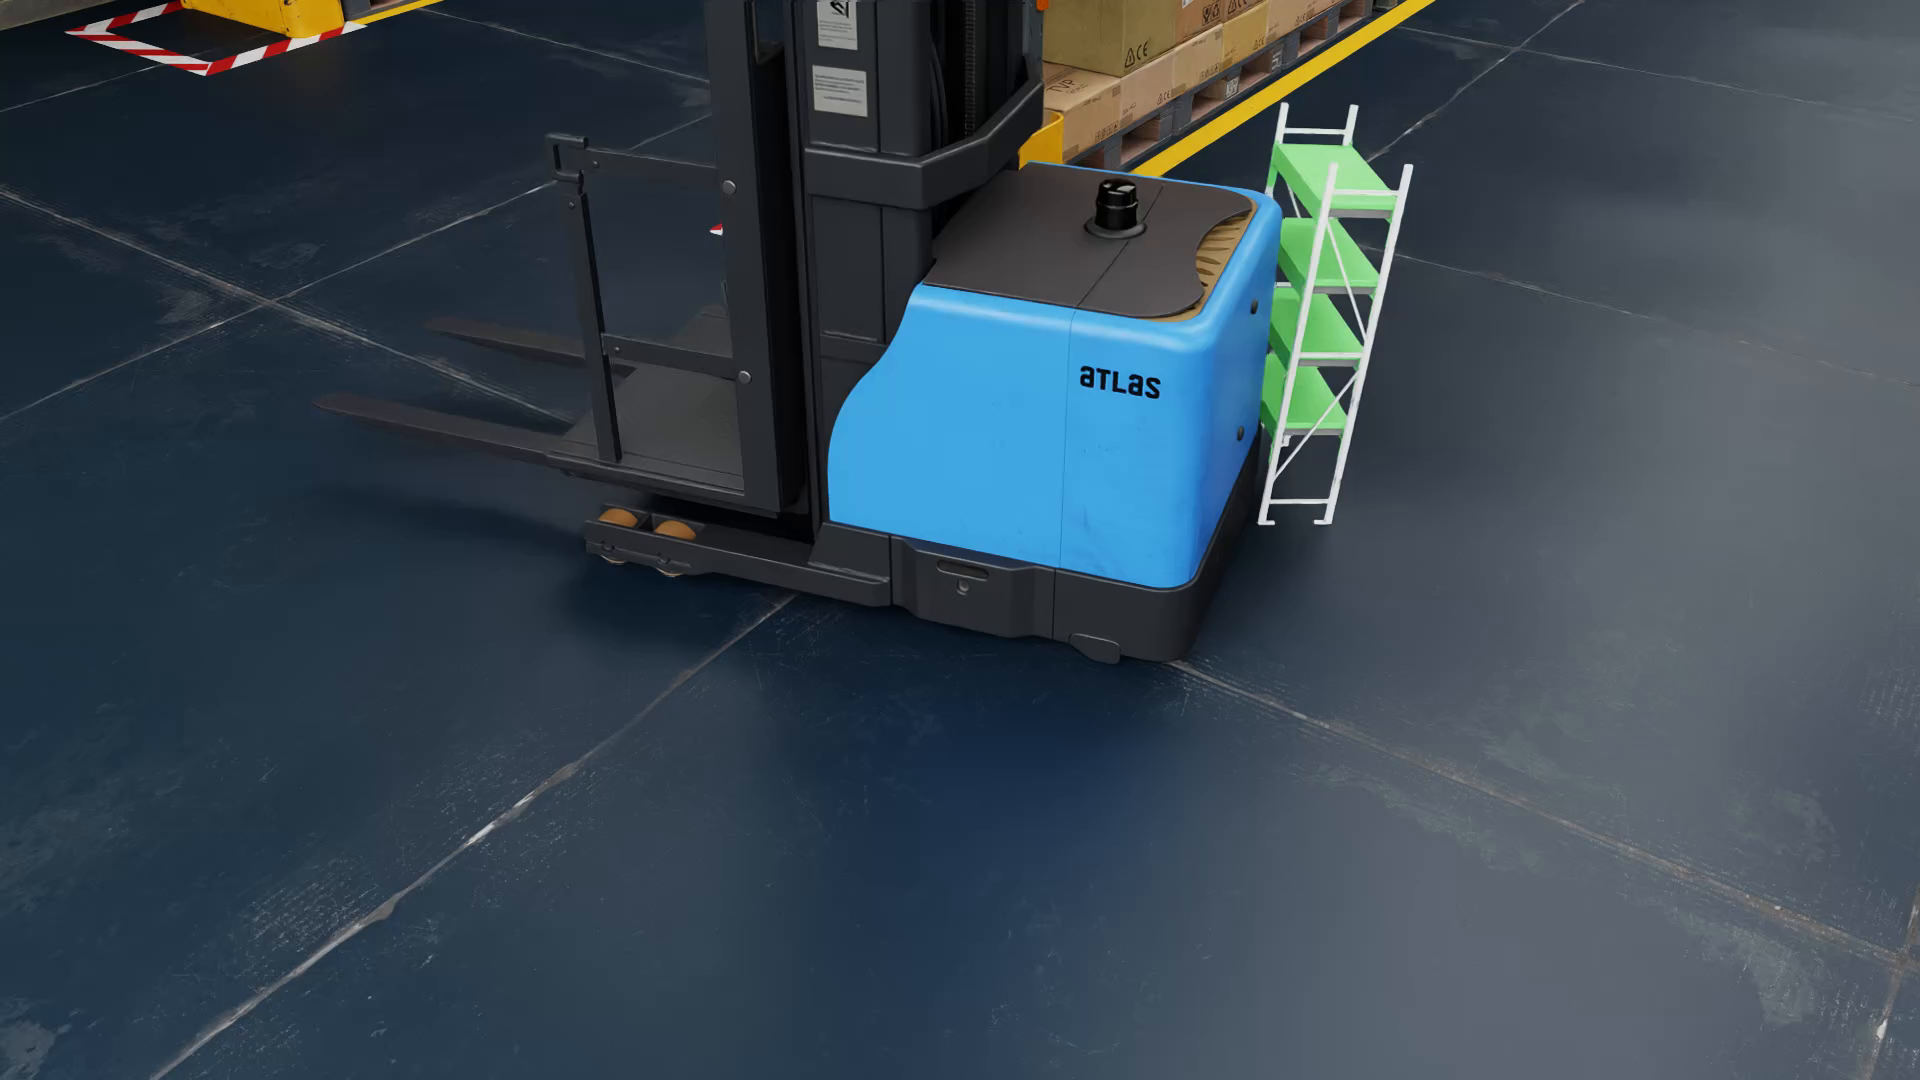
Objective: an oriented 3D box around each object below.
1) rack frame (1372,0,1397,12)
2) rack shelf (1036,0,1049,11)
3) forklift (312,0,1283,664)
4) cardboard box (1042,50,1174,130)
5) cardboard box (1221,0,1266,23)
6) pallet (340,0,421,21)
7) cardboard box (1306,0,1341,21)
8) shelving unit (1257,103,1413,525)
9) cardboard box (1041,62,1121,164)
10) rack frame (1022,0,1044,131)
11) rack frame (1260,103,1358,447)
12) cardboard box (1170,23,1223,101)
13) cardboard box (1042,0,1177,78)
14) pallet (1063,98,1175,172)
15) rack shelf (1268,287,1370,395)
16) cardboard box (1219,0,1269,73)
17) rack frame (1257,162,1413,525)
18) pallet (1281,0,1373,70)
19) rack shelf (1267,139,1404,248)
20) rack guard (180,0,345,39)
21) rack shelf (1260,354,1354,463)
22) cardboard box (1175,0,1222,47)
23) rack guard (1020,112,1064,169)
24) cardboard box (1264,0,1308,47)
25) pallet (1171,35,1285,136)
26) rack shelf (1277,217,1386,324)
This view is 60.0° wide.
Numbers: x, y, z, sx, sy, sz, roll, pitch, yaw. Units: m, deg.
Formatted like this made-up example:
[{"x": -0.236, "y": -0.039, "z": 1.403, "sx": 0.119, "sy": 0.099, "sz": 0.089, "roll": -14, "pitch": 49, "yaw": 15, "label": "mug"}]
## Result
[{"x": 2.177, "y": -4.576, "z": 9.339, "sx": 1.000, "sy": 3.000, "sz": 0.127, "roll": 21, "pitch": 39, "yaw": 28, "label": "rack frame"}, {"x": 1.037, "y": -3.358, "z": 8.180, "sx": 1.077, "sy": 0.370, "sz": 4.000, "roll": 21, "pitch": 39, "yaw": 28, "label": "rack shelf"}, {"x": -0.623, "y": -1.368, "z": 4.657, "sx": 3.031, "sy": 2.935, "sz": 1.130, "roll": 12, "pitch": 36, "yaw": 17, "label": "forklift"}, {"x": 0.667, "y": -2.177, "z": 7.872, "sx": 0.500, "sy": 0.250, "sz": 0.500, "roll": 21, "pitch": 39, "yaw": 28, "label": "cardboard box"}, {"x": 1.242, "y": -2.946, "z": 8.339, "sx": 0.500, "sy": 0.500, "sz": 0.500, "roll": 21, "pitch": 39, "yaw": 28, "label": "cardboard box"}, {"x": -3.640, "y": -3.558, "z": 10.324, "sx": 1.003, "sy": 0.211, "sz": 1.213, "roll": 21, "pitch": 39, "yaw": 28, "label": "pallet"}, {"x": 1.799, "y": -3.101, "z": 9.238, "sx": 0.500, "sy": 0.250, "sz": 0.500, "roll": 21, "pitch": 39, "yaw": 28, "label": "cardboard box"}, {"x": 1.080, "y": -0.688, "z": 5.180, "sx": 0.258, "sy": 1.200, "sz": 0.503, "roll": -1, "pitch": 34, "yaw": -8, "label": "shelving unit"}, {"x": 0.385, "y": -1.946, "z": 7.530, "sx": 0.500, "sy": 0.250, "sz": 0.500, "roll": 21, "pitch": 39, "yaw": 28, "label": "cardboard box"}, {"x": -0.104, "y": -2.735, "z": 6.617, "sx": 1.000, "sy": 3.000, "sz": 0.127, "roll": 21, "pitch": 39, "yaw": 28, "label": "rack frame"}, {"x": 1.051, "y": -0.823, "z": 5.381, "sx": 0.240, "sy": 1.200, "sz": 0.015, "roll": -1, "pitch": 34, "yaw": -8, "label": "rack frame"}, {"x": 0.952, "y": -2.407, "z": 8.212, "sx": 0.500, "sy": 0.250, "sz": 0.500, "roll": 21, "pitch": 39, "yaw": 28, "label": "cardboard box"}, {"x": 0.668, "y": -2.488, "z": 7.661, "sx": 0.500, "sy": 0.500, "sz": 0.500, "roll": 21, "pitch": 39, "yaw": 28, "label": "cardboard box"}, {"x": 0.298, "y": -1.946, "z": 7.939, "sx": 1.003, "sy": 0.211, "sz": 1.213, "roll": 21, "pitch": 39, "yaw": 28, "label": "pallet"}, {"x": 1.076, "y": -0.634, "z": 5.216, "sx": 0.258, "sy": 0.148, "sz": 0.480, "roll": -1, "pitch": 34, "yaw": -8, "label": "rack shelf"}, {"x": 1.242, "y": -2.636, "z": 8.550, "sx": 0.500, "sy": 0.250, "sz": 0.500, "roll": 21, "pitch": 39, "yaw": 28, "label": "cardboard box"}, {"x": 1.109, "y": -0.552, "z": 4.980, "sx": 0.240, "sy": 1.200, "sz": 0.015, "roll": -1, "pitch": 34, "yaw": -8, "label": "rack frame"}, {"x": 1.689, "y": -3.069, "z": 9.599, "sx": 1.003, "sy": 0.211, "sz": 1.213, "roll": 21, "pitch": 39, "yaw": 28, "label": "pallet"}, {"x": 1.109, "y": -1.033, "z": 4.951, "sx": 0.258, "sy": 0.148, "sz": 0.480, "roll": -1, "pitch": 34, "yaw": -8, "label": "rack shelf"}, {"x": -4.132, "y": -3.316, "z": 9.707, "sx": 1.175, "sy": 0.500, "sz": 0.348, "roll": 21, "pitch": 39, "yaw": 28, "label": "rack guard"}, {"x": 1.059, "y": -0.435, "z": 5.348, "sx": 0.258, "sy": 0.148, "sz": 0.480, "roll": -1, "pitch": 34, "yaw": -8, "label": "rack shelf"}, {"x": 0.943, "y": -2.722, "z": 8.007, "sx": 0.500, "sy": 0.500, "sz": 0.500, "roll": 21, "pitch": 39, "yaw": 28, "label": "cardboard box"}, {"x": -0.117, "y": -1.689, "z": 7.301, "sx": 1.175, "sy": 0.500, "sz": 0.348, "roll": 21, "pitch": 39, "yaw": 28, "label": "rack guard"}, {"x": 1.526, "y": -2.866, "z": 8.890, "sx": 0.500, "sy": 0.250, "sz": 0.500, "roll": 21, "pitch": 39, "yaw": 28, "label": "cardboard box"}, {"x": 0.994, "y": -2.505, "z": 8.765, "sx": 1.003, "sy": 0.211, "sz": 1.213, "roll": 21, "pitch": 39, "yaw": 28, "label": "pallet"}, {"x": 1.092, "y": -0.834, "z": 5.083, "sx": 0.258, "sy": 0.148, "sz": 0.480, "roll": -1, "pitch": 34, "yaw": -8, "label": "rack shelf"}]
